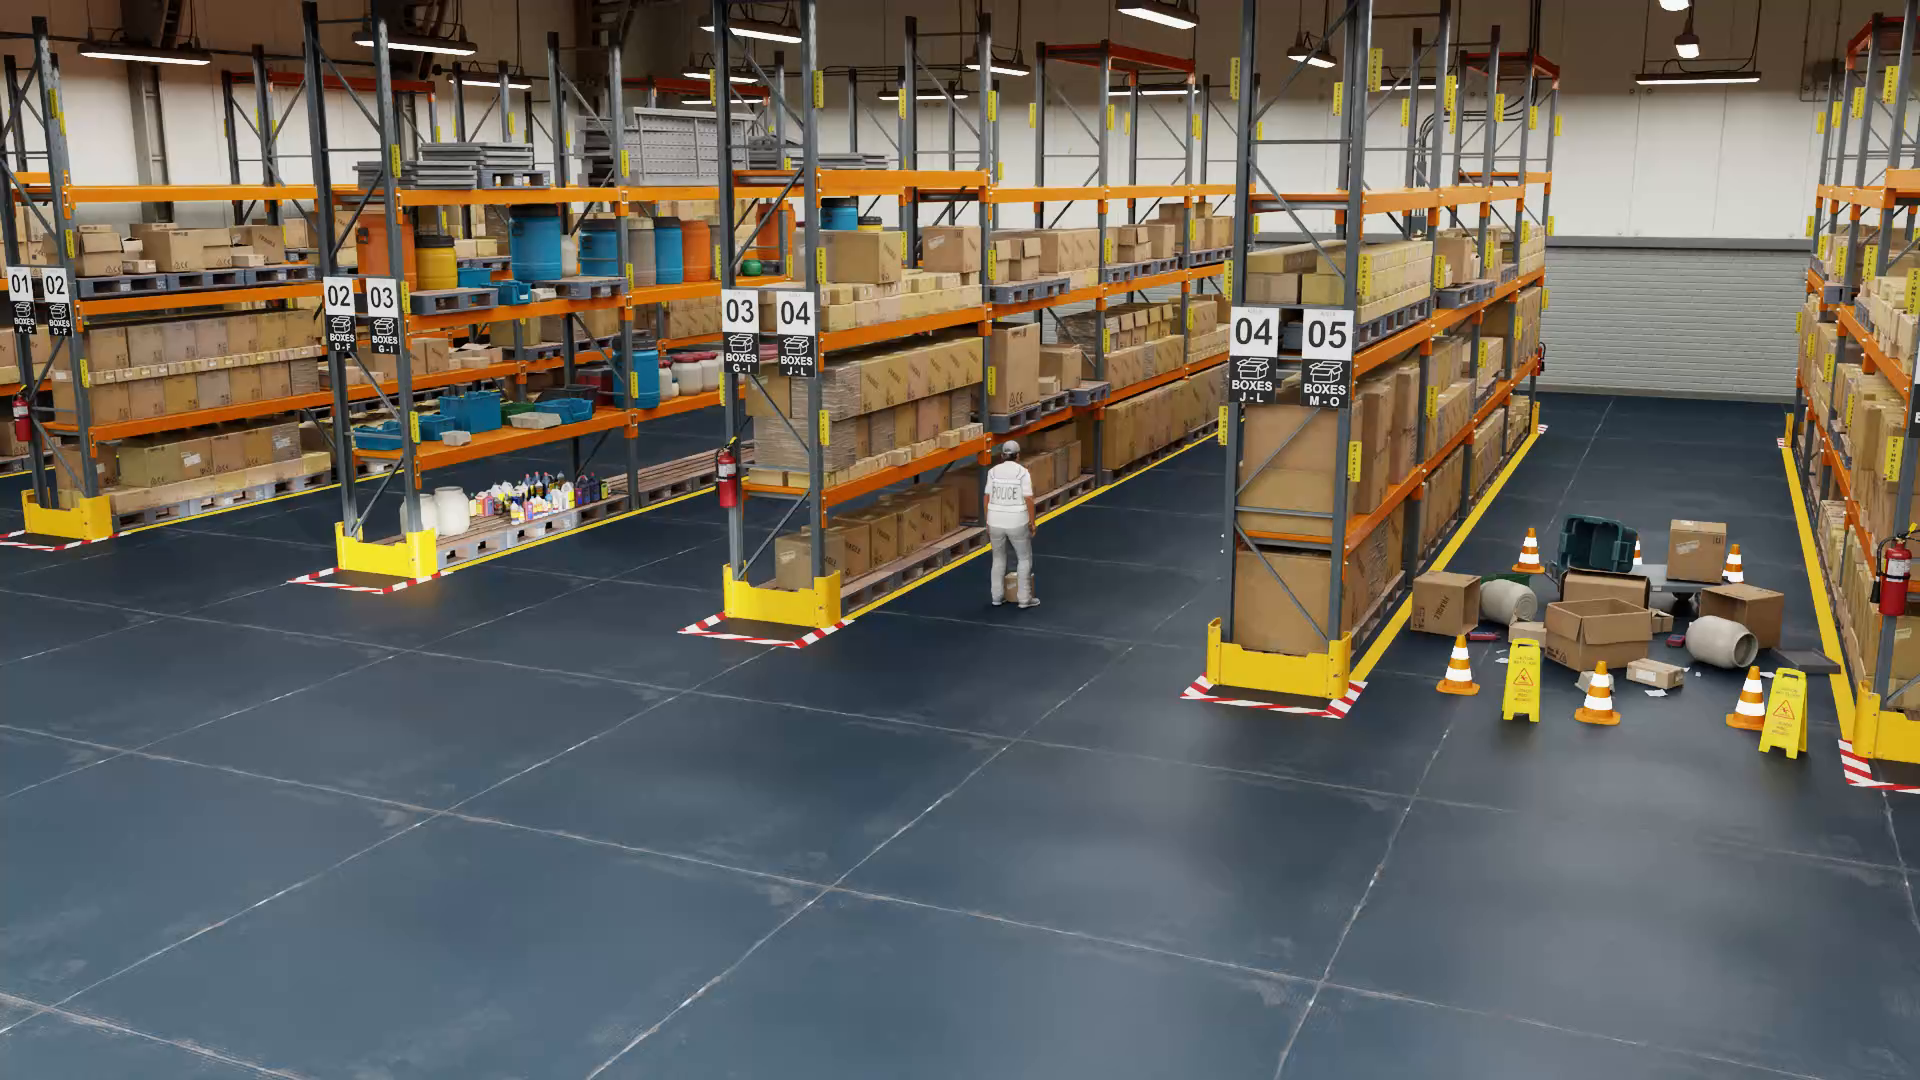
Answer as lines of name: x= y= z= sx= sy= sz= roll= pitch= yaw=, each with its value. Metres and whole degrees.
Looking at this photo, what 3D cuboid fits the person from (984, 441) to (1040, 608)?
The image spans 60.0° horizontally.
person: x=0.519 y=-0.162 z=16.693 sx=0.554 sy=1.666 sz=0.470 roll=5 pitch=13 yaw=22
